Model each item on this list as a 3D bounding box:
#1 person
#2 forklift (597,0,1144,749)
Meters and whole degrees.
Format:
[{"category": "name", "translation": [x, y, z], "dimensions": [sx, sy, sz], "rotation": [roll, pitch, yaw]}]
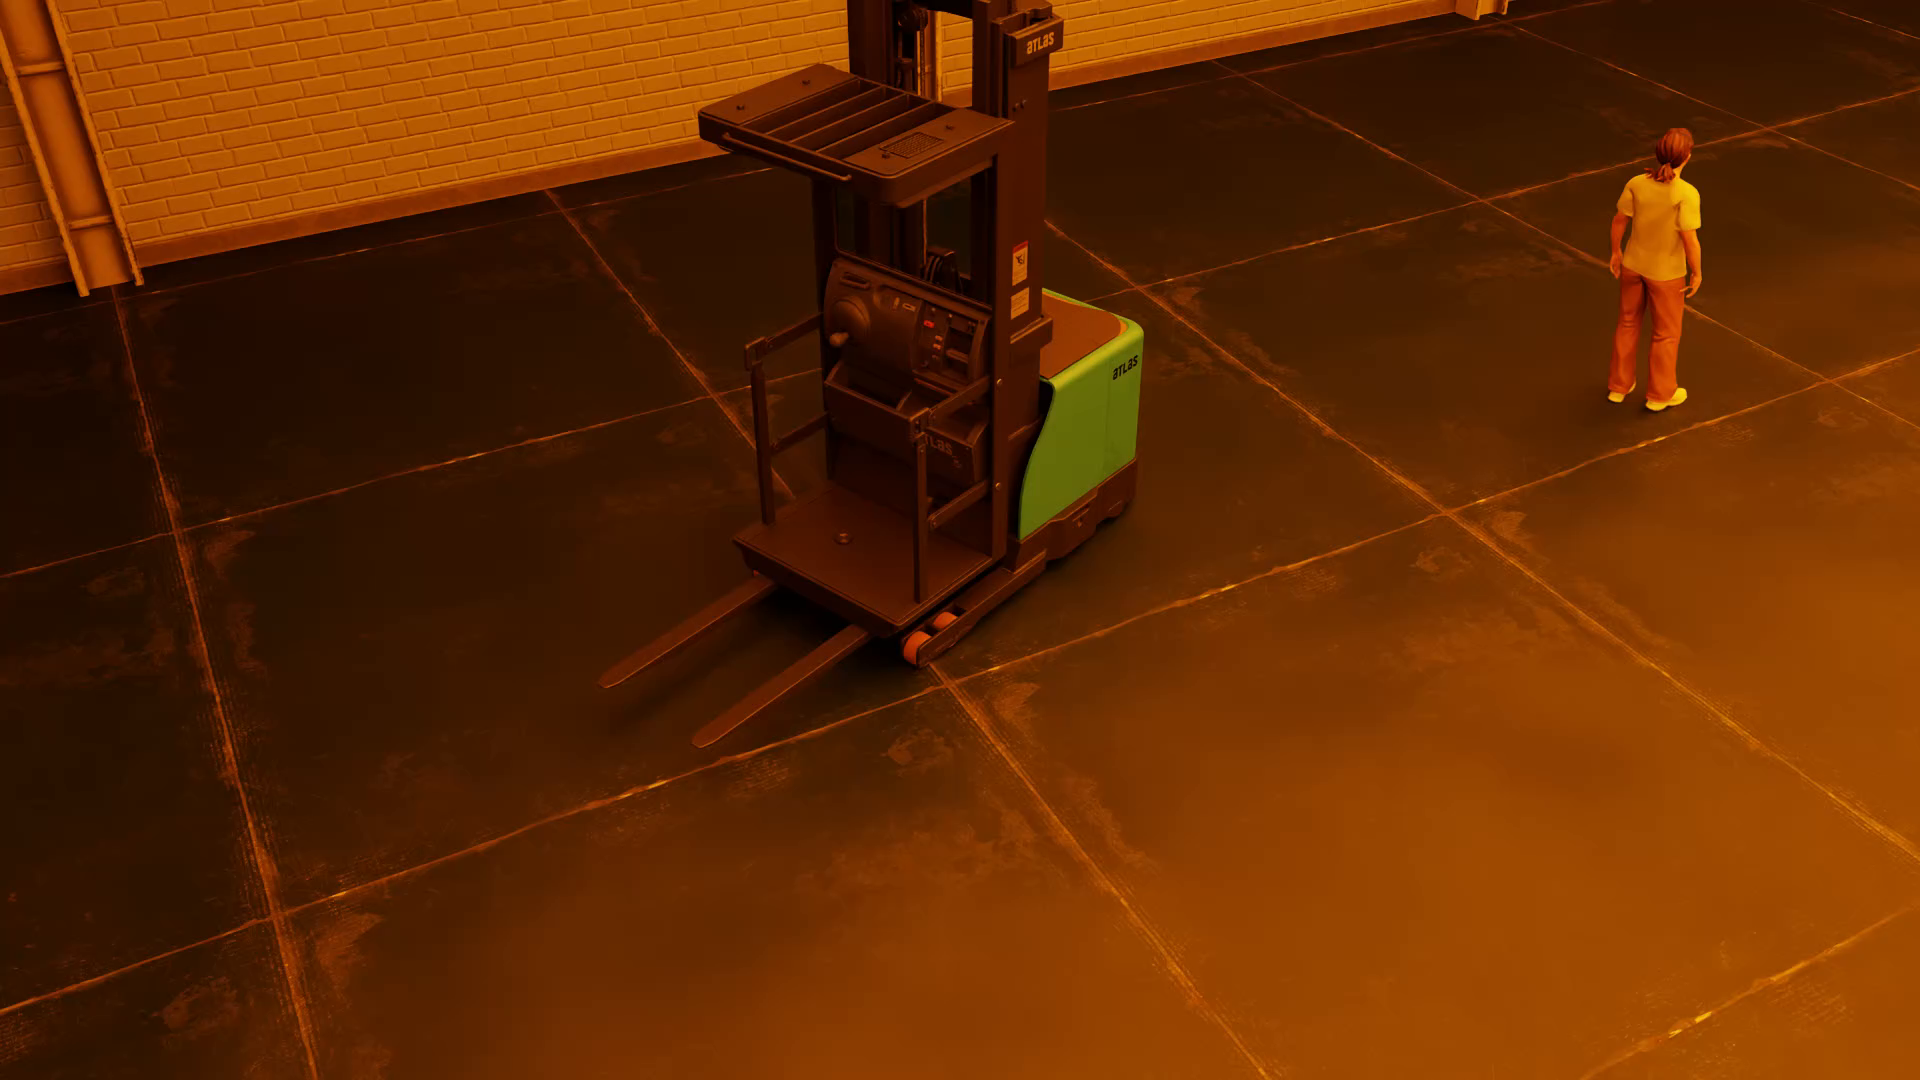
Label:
[{"category": "person", "translation": [3.937, -1.534, 9.376], "dimensions": [0.533, 1.679, 0.538], "rotation": [-26, 43, -32]}, {"category": "forklift", "translation": [-0.390, -0.927, 7.434], "dimensions": [1.130, 2.935, 3.031], "rotation": [26, 43, 31]}]
